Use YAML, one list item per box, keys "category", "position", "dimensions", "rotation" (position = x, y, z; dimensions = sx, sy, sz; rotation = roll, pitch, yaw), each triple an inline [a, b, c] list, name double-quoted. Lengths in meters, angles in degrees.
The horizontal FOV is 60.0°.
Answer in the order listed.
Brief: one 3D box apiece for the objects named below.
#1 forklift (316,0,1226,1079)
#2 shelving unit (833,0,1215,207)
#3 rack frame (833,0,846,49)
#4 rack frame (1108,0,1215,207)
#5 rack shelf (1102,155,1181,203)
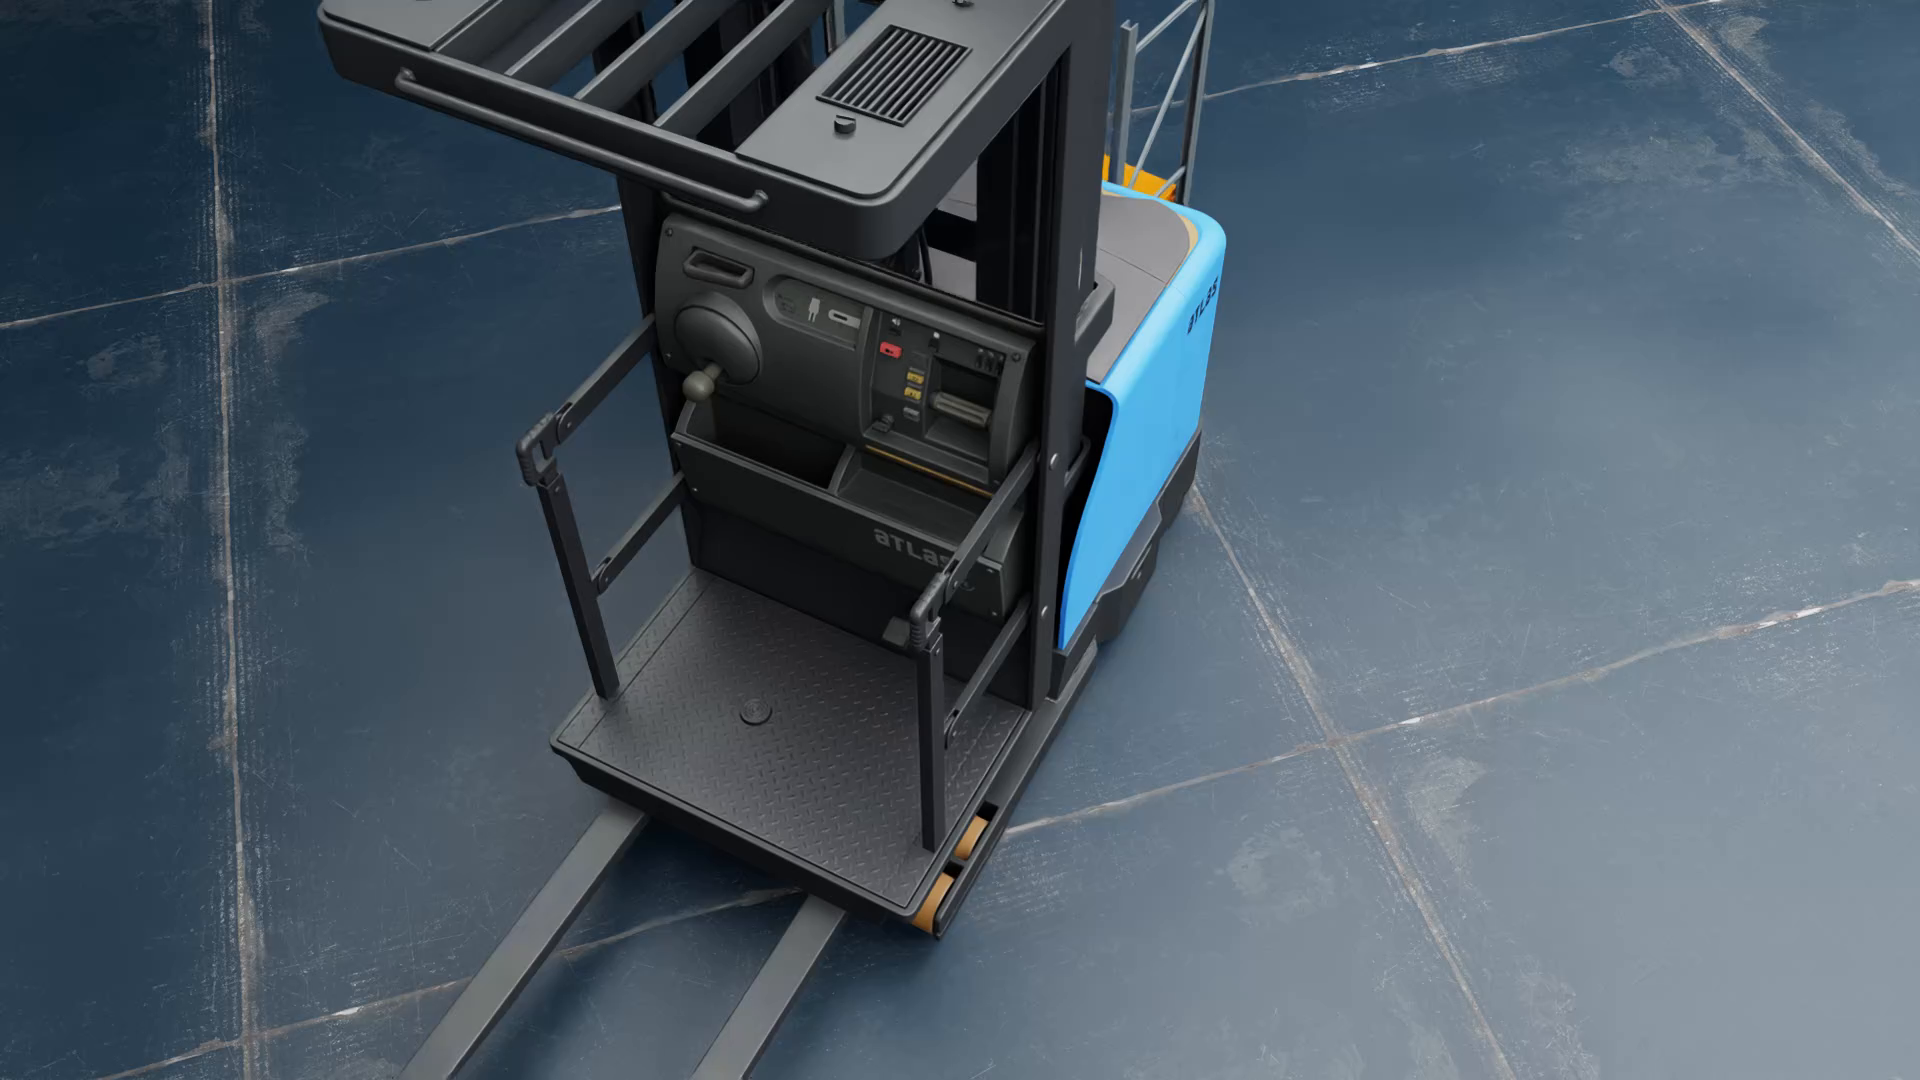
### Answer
- category: "forklift"
  position: [-0.379, -0.315, 3.599]
  dimensions: [1.130, 2.935, 3.031]
  rotation: [22, 53, 17]
- category: "shelving unit"
  position: [0.177, -1.258, 5.330]
  dimensions: [1.083, 1.500, 0.587]
  rotation: [28, 55, 22]
- category: "rack frame"
  position: [-0.246, -1.486, 5.522]
  dimensions: [0.032, 1.500, 0.500]
  rotation: [28, 55, 22]
- category: "rack frame"
  position: [0.585, -1.038, 5.144]
  dimensions: [0.032, 1.500, 0.500]
  rotation: [28, 55, 22]
- category: "rack shelf"
  position: [0.169, -1.146, 5.471]
  dimensions: [1.000, 0.185, 0.538]
  rotation: [28, 55, 22]
